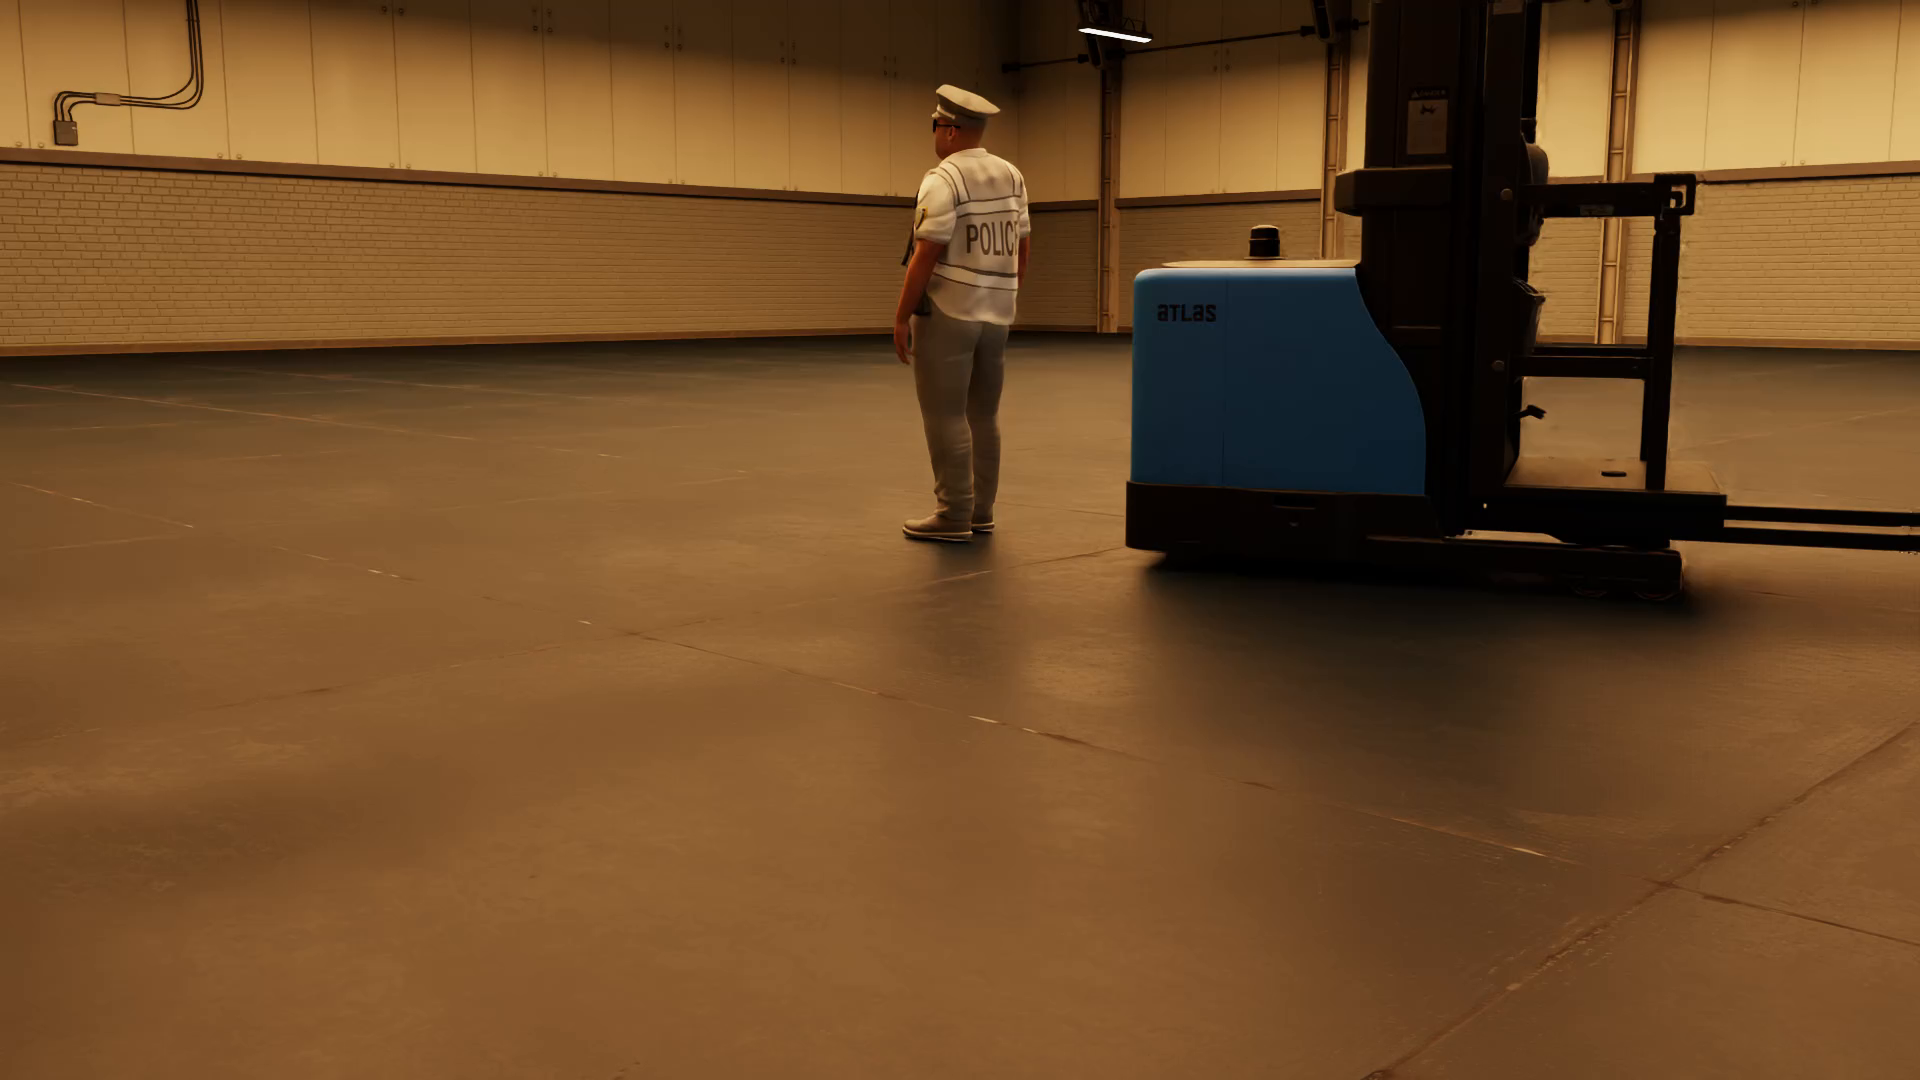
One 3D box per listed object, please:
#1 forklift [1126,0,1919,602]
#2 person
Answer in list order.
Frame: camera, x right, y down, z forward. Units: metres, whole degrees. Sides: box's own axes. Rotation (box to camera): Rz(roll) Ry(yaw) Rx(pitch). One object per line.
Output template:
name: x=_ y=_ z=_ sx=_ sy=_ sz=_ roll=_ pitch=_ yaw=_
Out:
forklift: x=2.178 y=-1.339 z=5.765 sx=3.031 sy=2.935 sz=1.130 roll=3 pitch=9 yaw=21
person: x=-0.052 y=-0.890 z=6.650 sx=0.569 sy=1.772 sz=0.638 roll=8 pitch=12 yaw=44
